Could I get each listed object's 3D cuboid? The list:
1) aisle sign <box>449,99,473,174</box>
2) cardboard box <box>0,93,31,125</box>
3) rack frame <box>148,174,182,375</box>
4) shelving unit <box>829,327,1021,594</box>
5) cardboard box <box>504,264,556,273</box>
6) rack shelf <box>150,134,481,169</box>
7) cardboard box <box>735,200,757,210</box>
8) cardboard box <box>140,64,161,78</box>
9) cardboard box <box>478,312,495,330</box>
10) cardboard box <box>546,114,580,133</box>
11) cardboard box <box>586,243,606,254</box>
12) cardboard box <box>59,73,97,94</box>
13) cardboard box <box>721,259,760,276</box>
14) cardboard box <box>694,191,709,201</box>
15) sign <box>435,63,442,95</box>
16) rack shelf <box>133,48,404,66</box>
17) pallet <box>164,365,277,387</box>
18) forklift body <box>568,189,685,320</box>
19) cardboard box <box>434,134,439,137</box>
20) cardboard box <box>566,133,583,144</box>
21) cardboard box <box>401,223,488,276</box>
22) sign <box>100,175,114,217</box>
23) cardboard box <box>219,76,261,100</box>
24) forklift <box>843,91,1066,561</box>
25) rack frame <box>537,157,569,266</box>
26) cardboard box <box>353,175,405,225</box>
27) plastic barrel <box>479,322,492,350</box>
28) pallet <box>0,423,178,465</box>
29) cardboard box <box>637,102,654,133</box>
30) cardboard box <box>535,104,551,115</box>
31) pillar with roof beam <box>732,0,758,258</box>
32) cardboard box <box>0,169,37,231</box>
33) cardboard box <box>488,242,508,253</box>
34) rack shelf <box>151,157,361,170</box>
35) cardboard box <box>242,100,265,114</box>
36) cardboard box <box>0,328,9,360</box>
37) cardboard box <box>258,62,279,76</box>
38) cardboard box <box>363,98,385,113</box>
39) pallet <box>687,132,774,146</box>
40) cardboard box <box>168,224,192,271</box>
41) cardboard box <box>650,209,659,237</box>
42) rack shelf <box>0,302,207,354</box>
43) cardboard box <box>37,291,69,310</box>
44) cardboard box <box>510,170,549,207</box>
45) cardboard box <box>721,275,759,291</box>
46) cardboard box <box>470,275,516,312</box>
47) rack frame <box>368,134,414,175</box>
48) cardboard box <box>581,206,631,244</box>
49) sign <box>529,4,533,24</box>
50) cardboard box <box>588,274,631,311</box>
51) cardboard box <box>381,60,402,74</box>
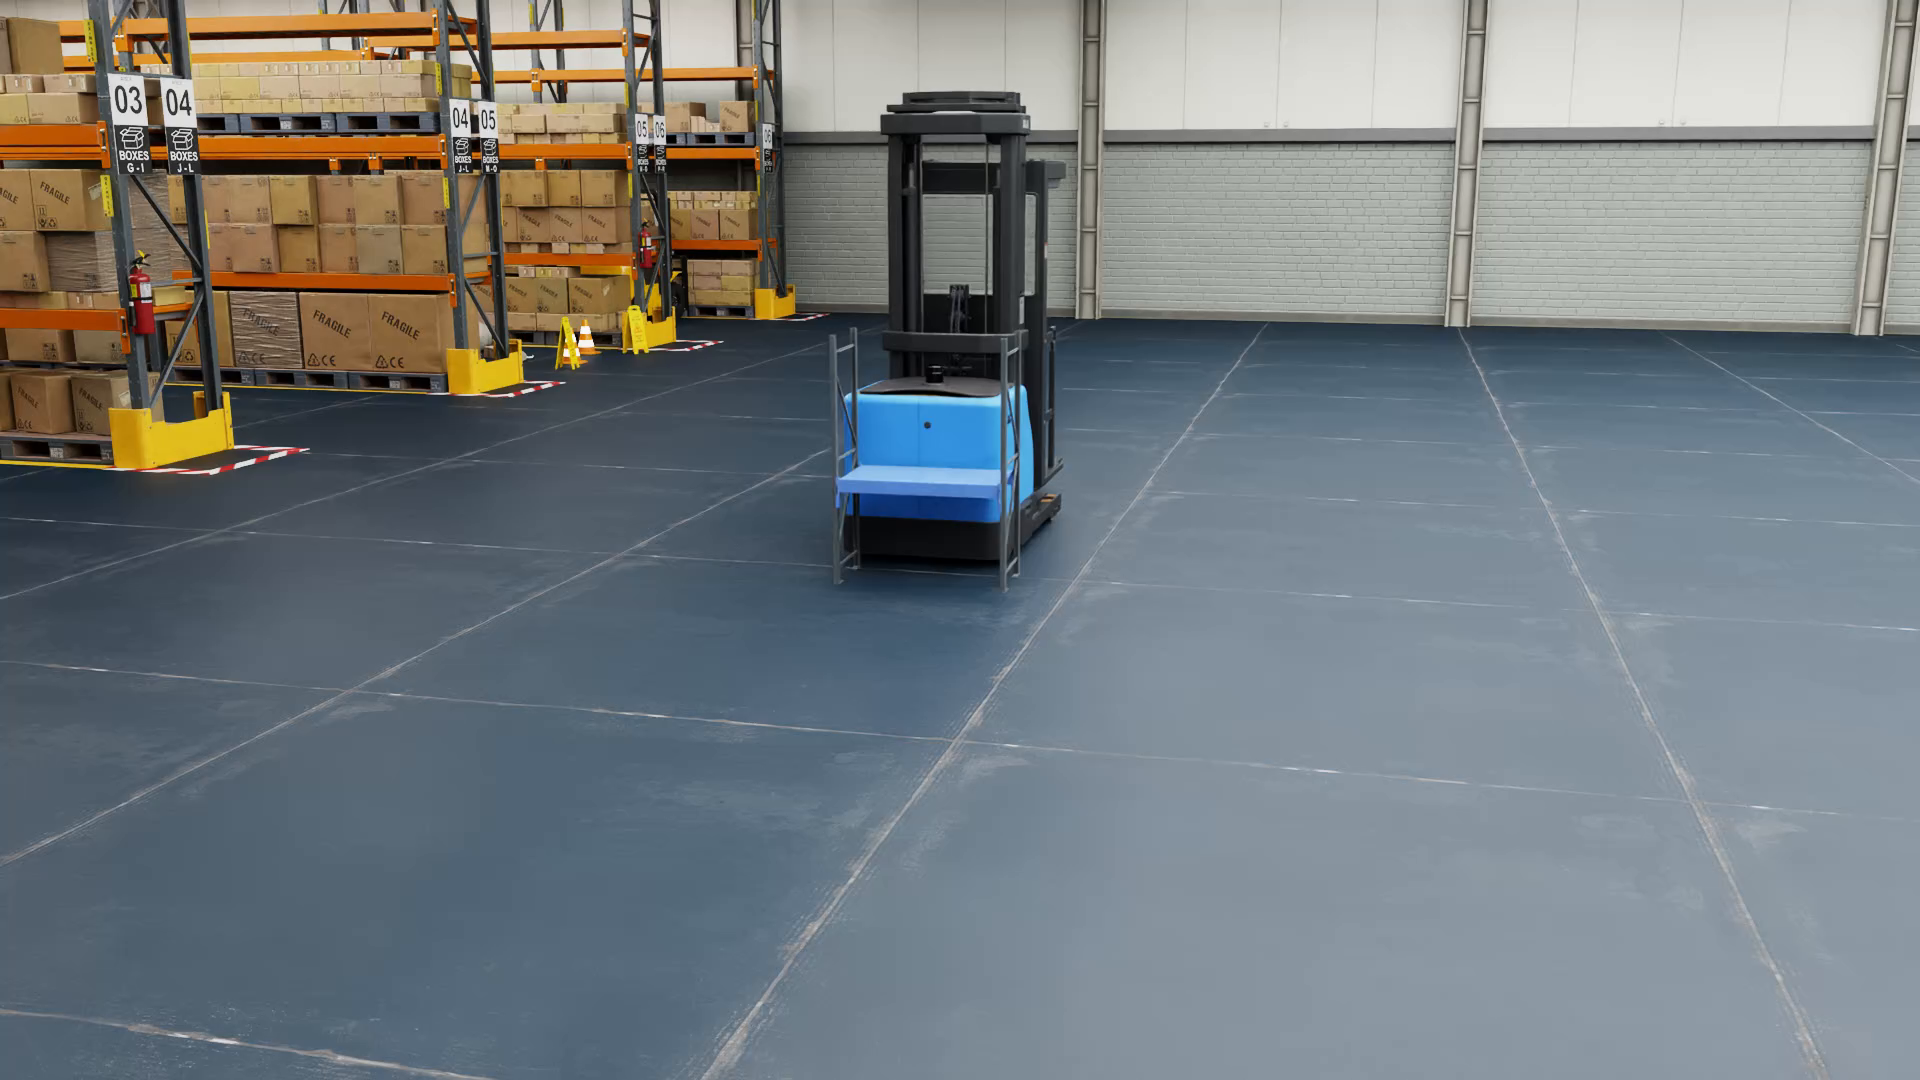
[{"bbox_3d":[-5.467,-4.422,18.237,0.004,0.787,0.394,3,13,14],"label":"aisle sign"},{"bbox_3d":[-7.765,-3.570,13.819,0.500,0.250,0.500,3,13,14],"label":"cardboard box"},{"bbox_3d":[-9.348,-3.427,19.755,0.127,3.000,1.000,3,13,14],"label":"rack frame"},{"bbox_3d":[-0.198,-0.489,9.973,1.048,1.500,0.538,3,13,12],"label":"shelving unit"},{"bbox_3d":[-7.583,-4.588,29.499,0.625,0.625,0.875,4,13,16],"label":"cardboard box"},{"bbox_3d":[-7.406,-4.436,19.040,4.000,0.370,1.077,3,13,14],"label":"rack shelf"},{"bbox_3d":[-3.594,-5.634,27.974,0.250,0.149,0.380,3,13,14],"label":"cardboard box"},{"bbox_3d":[-9.076,-5.321,18.907,0.250,0.149,0.380,3,13,14],"label":"cardboard box"},{"bbox_3d":[-6.715,-3.196,24.093,0.500,0.250,0.500,3,13,13],"label":"cardboard box"},{"bbox_3d":[-5.423,-5.801,23.189,0.500,0.250,0.500,3,13,13],"label":"cardboard box"},{"bbox_3d":[-5.063,-4.107,23.400,0.250,0.149,0.380,3,13,13],"label":"cardboard box"},{"bbox_3d":[-7.095,-3.716,13.559,0.250,0.149,0.380,3,13,14],"label":"cardboard box"},{"bbox_3d":[-3.712,-4.619,28.196,0.500,0.250,0.500,4,13,15],"label":"cardboard box"},{"bbox_3d":[-4.320,-5.837,28.203,0.250,0.149,0.380,3,13,14],"label":"cardboard box"},{"bbox_3d":[-5.608,-4.964,17.896,0.005,0.325,0.100,3,13,14],"label":"sign"},{"bbox_3d":[-10.202,-6.959,24.409,4.000,0.370,1.077,3,13,14],"label":"rack shelf"},{"bbox_3d":[-8.628,-2.010,19.805,1.213,0.211,1.003,3,13,14],"label":"pallet"},{"bbox_3d":[-5.469,-4.610,27.046,1.214,2.155,2.313,3,13,14],"label":"forklift body"},{"bbox_3d":[-7.274,-5.711,23.703,0.250,0.149,0.380,3,13,15],"label":"cardboard box"},{"bbox_3d":[-5.289,-5.594,23.177,0.250,0.149,0.380,3,13,15],"label":"cardboard box"},{"bbox_3d":[-5.835,-3.302,18.847,0.550,0.550,0.875,3,13,14],"label":"cardboard box"},{"bbox_3d":[-6.903,-2.785,13.460,0.005,0.325,0.100,3,13,14],"label":"sign"},{"bbox_3d":[-7.960,-5.081,18.744,0.500,0.250,0.500,3,13,13],"label":"cardboard box"},{"bbox_3d":[0.111,-1.574,11.561,1.130,2.935,3.031,3,13,14],"label":"forklift"},{"bbox_3d":[-7.074,-5.517,29.176,0.127,3.000,1.000,3,13,14],"label":"rack frame"},{"bbox_3d":[-6.371,-3.856,18.851,0.550,0.550,0.875,3,13,14],"label":"cardboard box"},{"bbox_3d":[-6.744,-2.797,22.862,0.512,0.421,0.421,-9,15,-35],"label":"plastic barrel"},{"bbox_3d":[-7.605,-0.874,14.685,1.213,0.211,1.003,3,13,14],"label":"pallet"},{"bbox_3d":[-5.208,-7.162,28.228,0.637,0.503,0.797,3,13,15],"label":"cardboard box"},{"bbox_3d":[-5.738,-6.021,23.261,0.250,0.149,0.380,3,13,14],"label":"cardboard box"},{"bbox_3d":[-4.682,-7.559,24.527,0.400,9.000,9.100,3,13,14],"label":"pillar with roof beam"},{"bbox_3d":[-7.831,-2.865,13.996,0.500,0.500,0.500,3,13,14],"label":"cardboard box"},{"bbox_3d":[-6.540,-4.191,23.779,0.250,0.149,0.380,3,13,13],"label":"cardboard box"},{"bbox_3d":[-12.899,-6.942,30.332,4.000,0.370,1.077,3,13,14],"label":"rack shelf"},{"bbox_3d":[-7.839,-4.866,18.697,0.250,0.149,0.380,3,13,14],"label":"cardboard box"},{"bbox_3d":[-11.812,-2.646,20.459,0.750,0.750,1.050,3,13,14],"label":"cardboard box"},{"bbox_3d":[-7.599,-5.243,18.551,0.250,0.149,0.380,3,13,13],"label":"cardboard box"},{"bbox_3d":[-6.362,-4.787,18.341,0.250,0.149,0.380,3,13,14],"label":"cardboard box"},{"bbox_3d":[-3.871,-6.773,28.115,1.213,0.211,1.003,3,13,14],"label":"pallet"},{"bbox_3d":[-8.987,-3.484,19.663,0.550,0.550,0.875,3,13,14],"label":"cardboard box"},{"bbox_3d":[-5.221,-5.408,28.452,0.500,0.500,0.500,3,13,14],"label":"cardboard box"},{"bbox_3d":[-8.692,-1.934,14.687,4.000,0.370,1.077,3,13,14],"label":"rack shelf"},{"bbox_3d":[-7.574,-2.046,14.108,0.250,0.149,0.380,3,13,14],"label":"cardboard box"},{"bbox_3d":[-5.934,-4.961,23.443,0.500,0.500,0.700,3,13,13],"label":"cardboard box"},{"bbox_3d":[-3.738,-4.376,28.256,0.500,0.250,0.500,3,13,13],"label":"cardboard box"},{"bbox_3d":[-6.726,-3.562,24.010,0.500,0.500,0.500,4,13,16],"label":"cardboard box"},{"bbox_3d":[-8.260,-4.473,24.470,0.127,3.000,1.000,3,13,14],"label":"rack frame"},{"bbox_3d":[-4.969,-4.430,23.357,0.500,0.500,0.500,3,13,13],"label":"cardboard box"},{"bbox_3d":[-7.193,-8.826,27.899,0.005,0.325,0.100,3,13,14],"label":"sign"},{"bbox_3d":[-5.116,-3.595,24.161,0.500,0.500,0.500,3,13,12],"label":"cardboard box"},{"bbox_3d":[-6.115,-5.164,18.196,0.250,0.149,0.380,3,13,14],"label":"cardboard box"}]
